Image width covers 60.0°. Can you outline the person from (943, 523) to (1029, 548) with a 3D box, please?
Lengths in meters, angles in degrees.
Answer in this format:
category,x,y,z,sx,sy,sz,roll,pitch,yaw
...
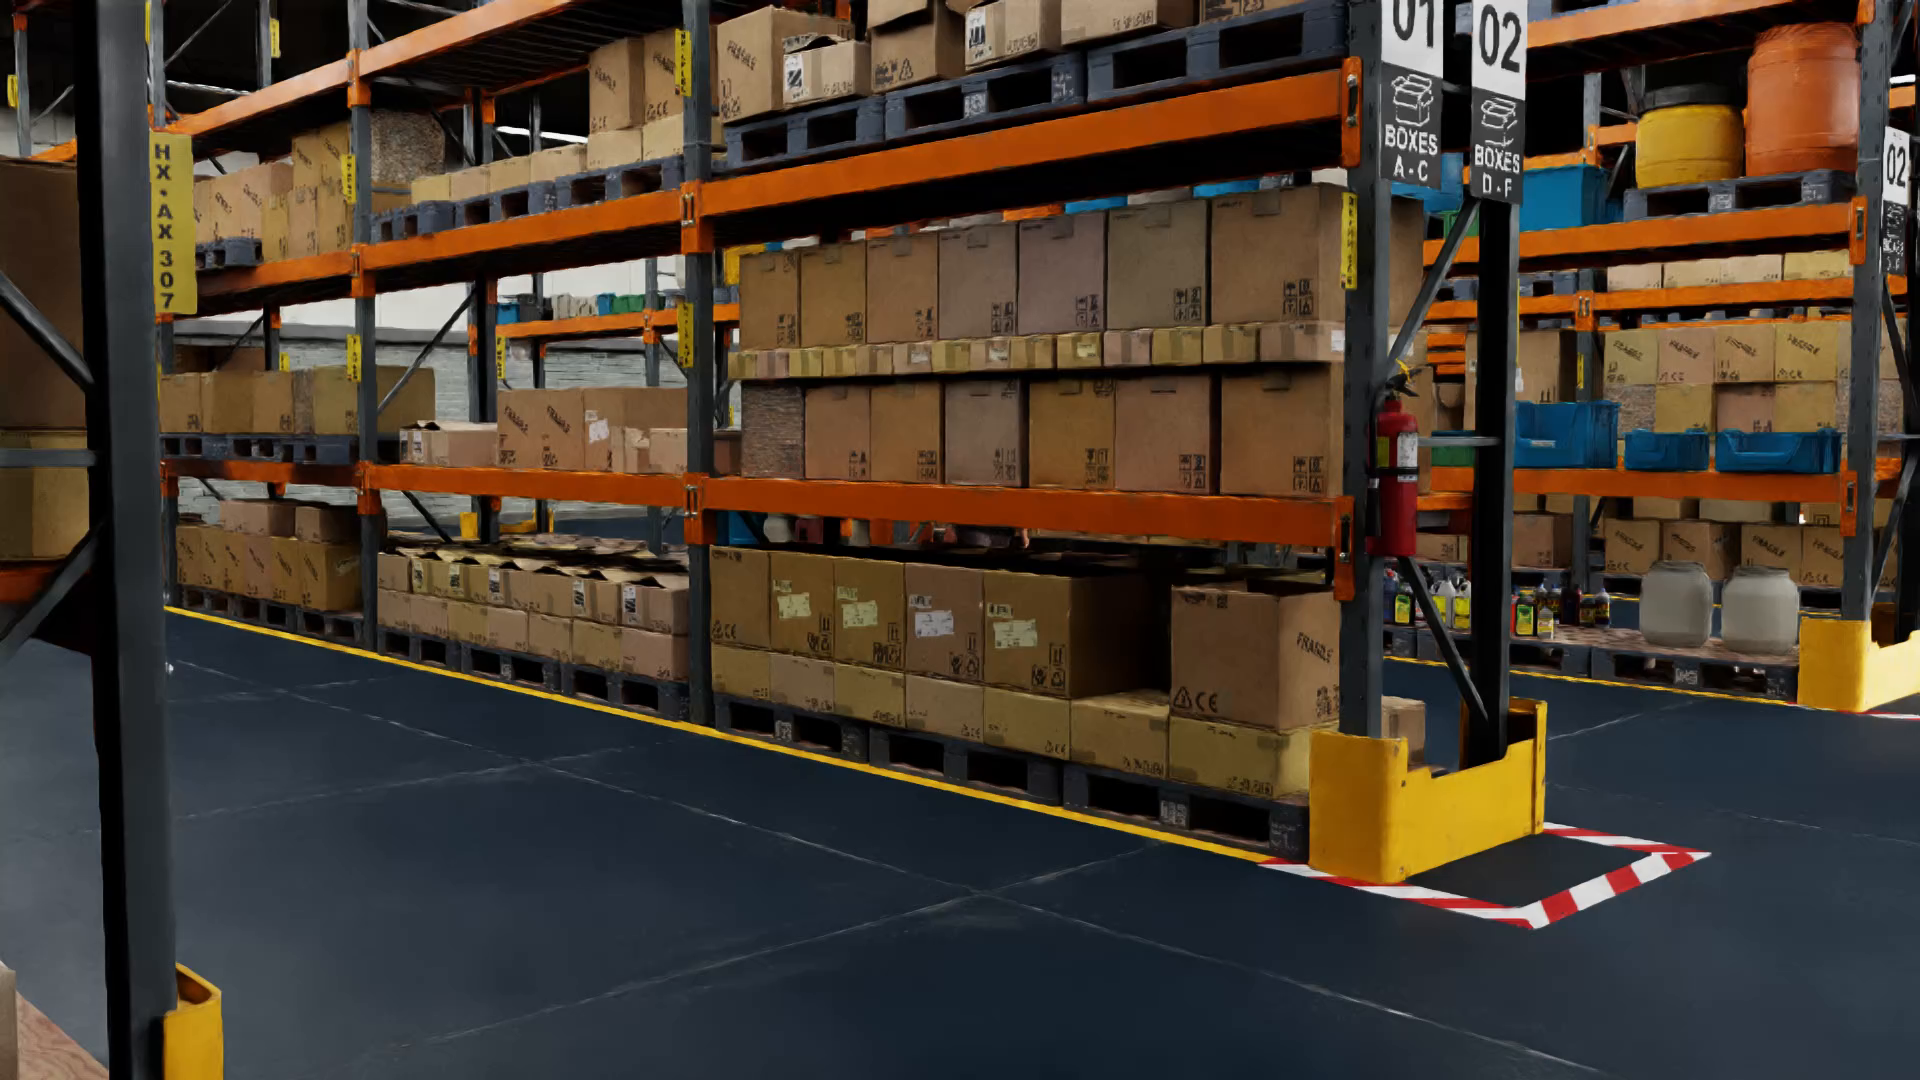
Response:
category,x,y,z,sx,sy,sz,roll,pitch,yaw
person,0.241,-0.039,10.822,0.563,1.685,0.868,-3,5,-42
